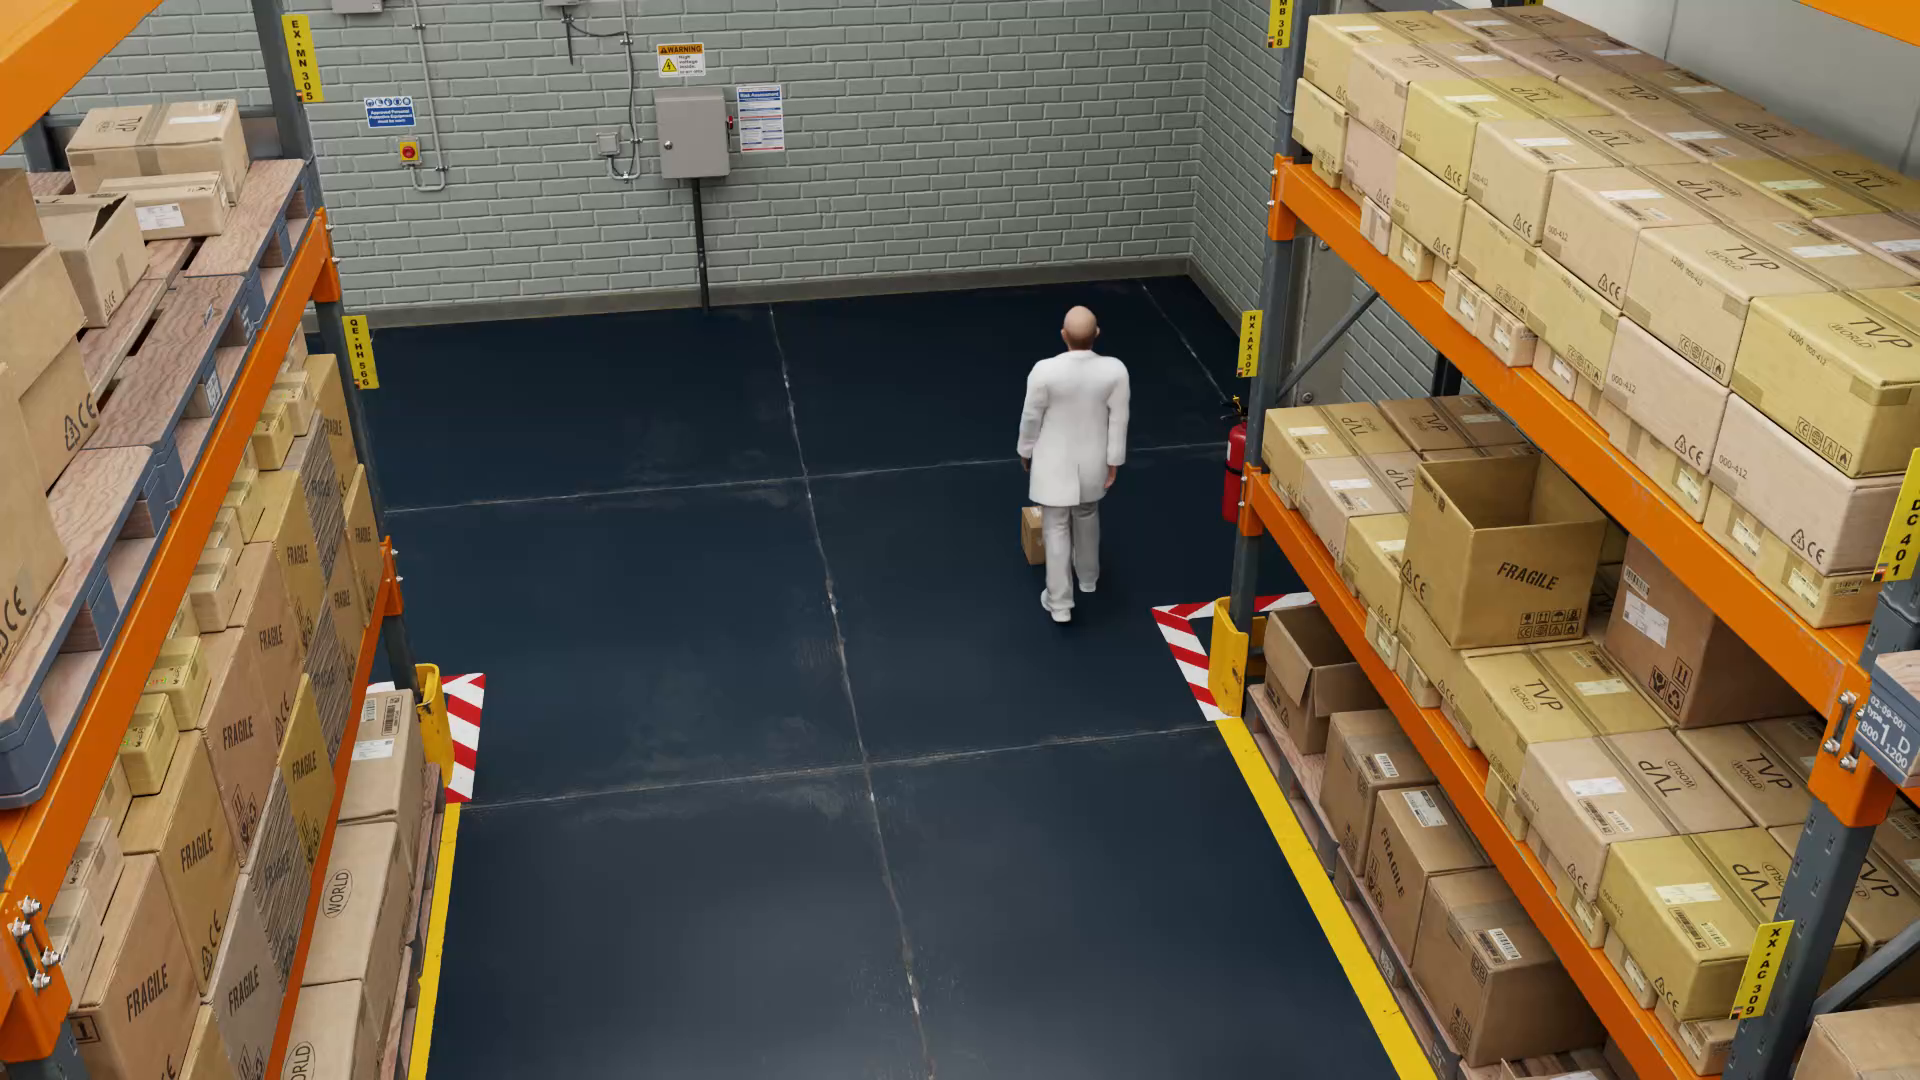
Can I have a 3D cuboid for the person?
[{"bbox_3d":[0.592,-0.451,8.957,0.569,1.778,0.688,-5,31,-8],"label":"person"}]
